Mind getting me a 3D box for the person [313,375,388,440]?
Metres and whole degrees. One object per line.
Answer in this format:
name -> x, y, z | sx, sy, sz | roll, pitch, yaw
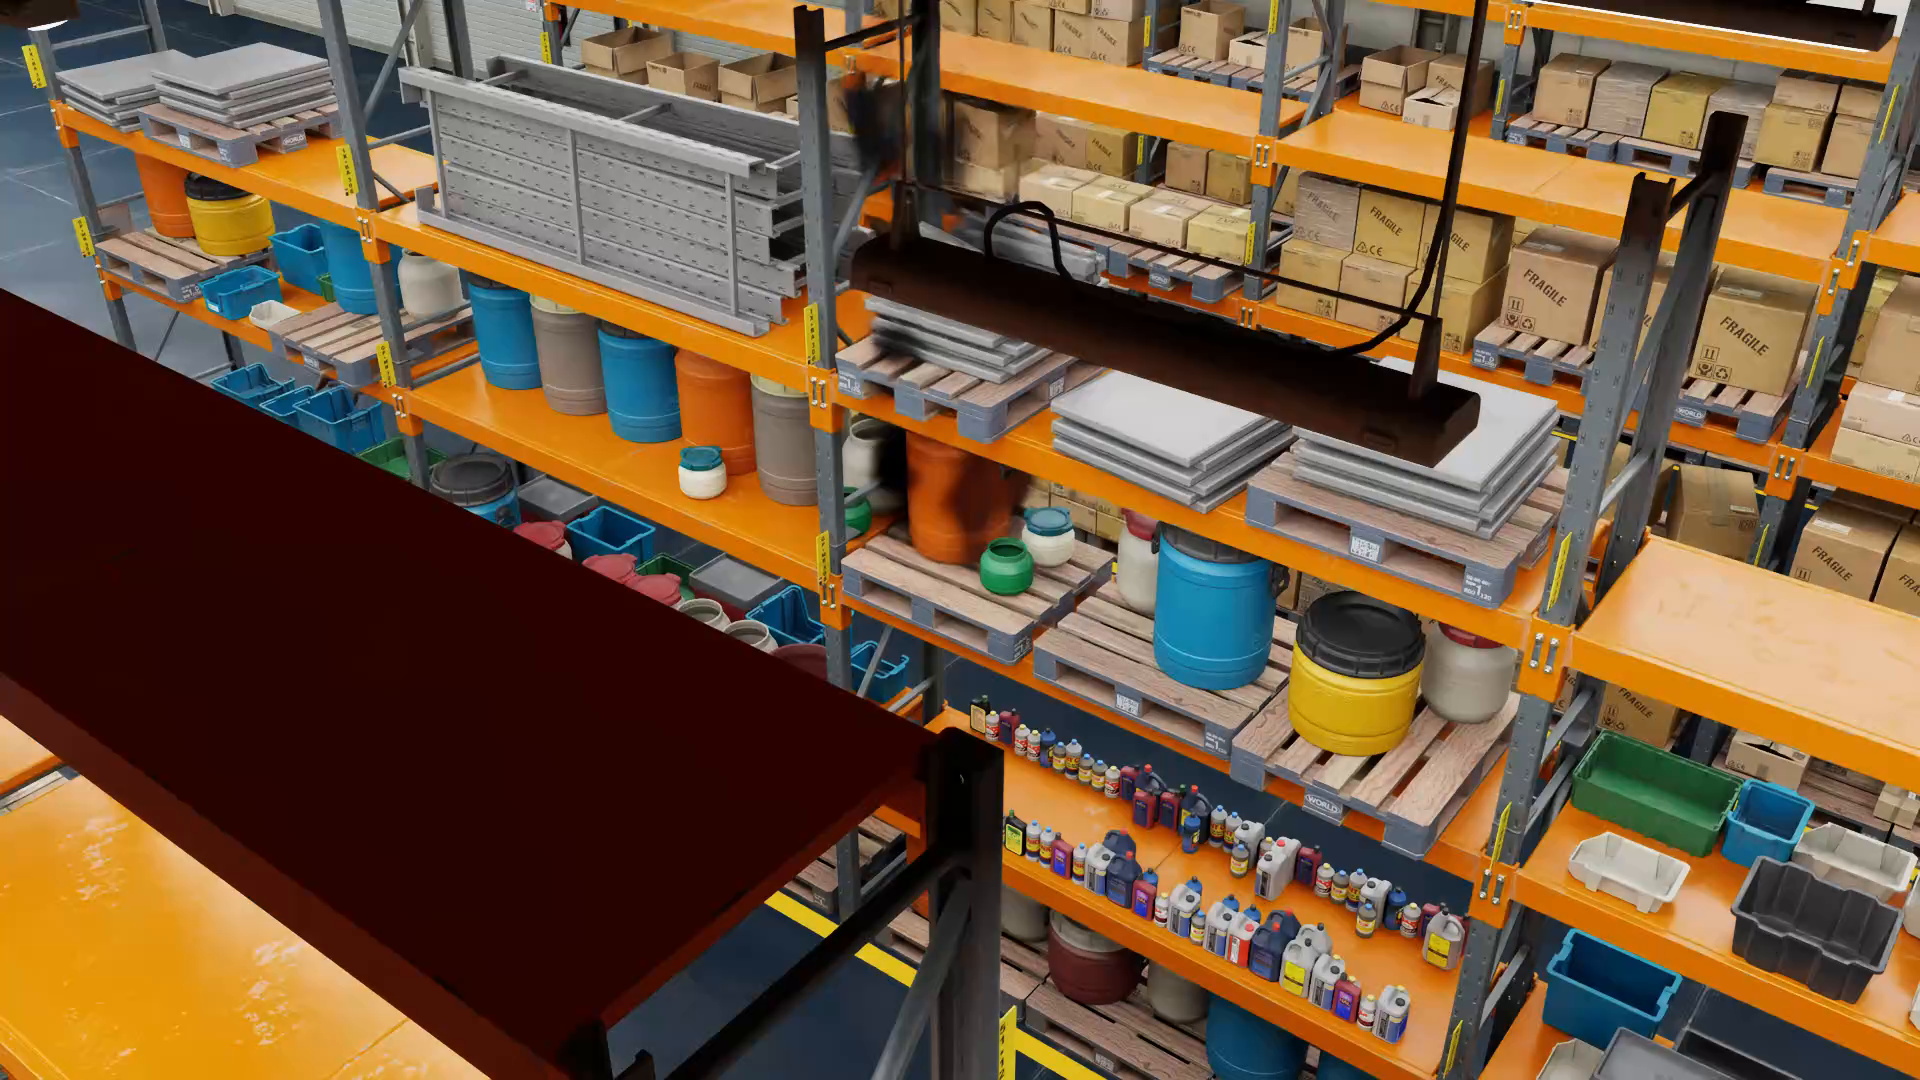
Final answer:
person -> -5.936, -1.441, 16.118 | 0.613, 1.623, 0.625 | 10, 33, 16
